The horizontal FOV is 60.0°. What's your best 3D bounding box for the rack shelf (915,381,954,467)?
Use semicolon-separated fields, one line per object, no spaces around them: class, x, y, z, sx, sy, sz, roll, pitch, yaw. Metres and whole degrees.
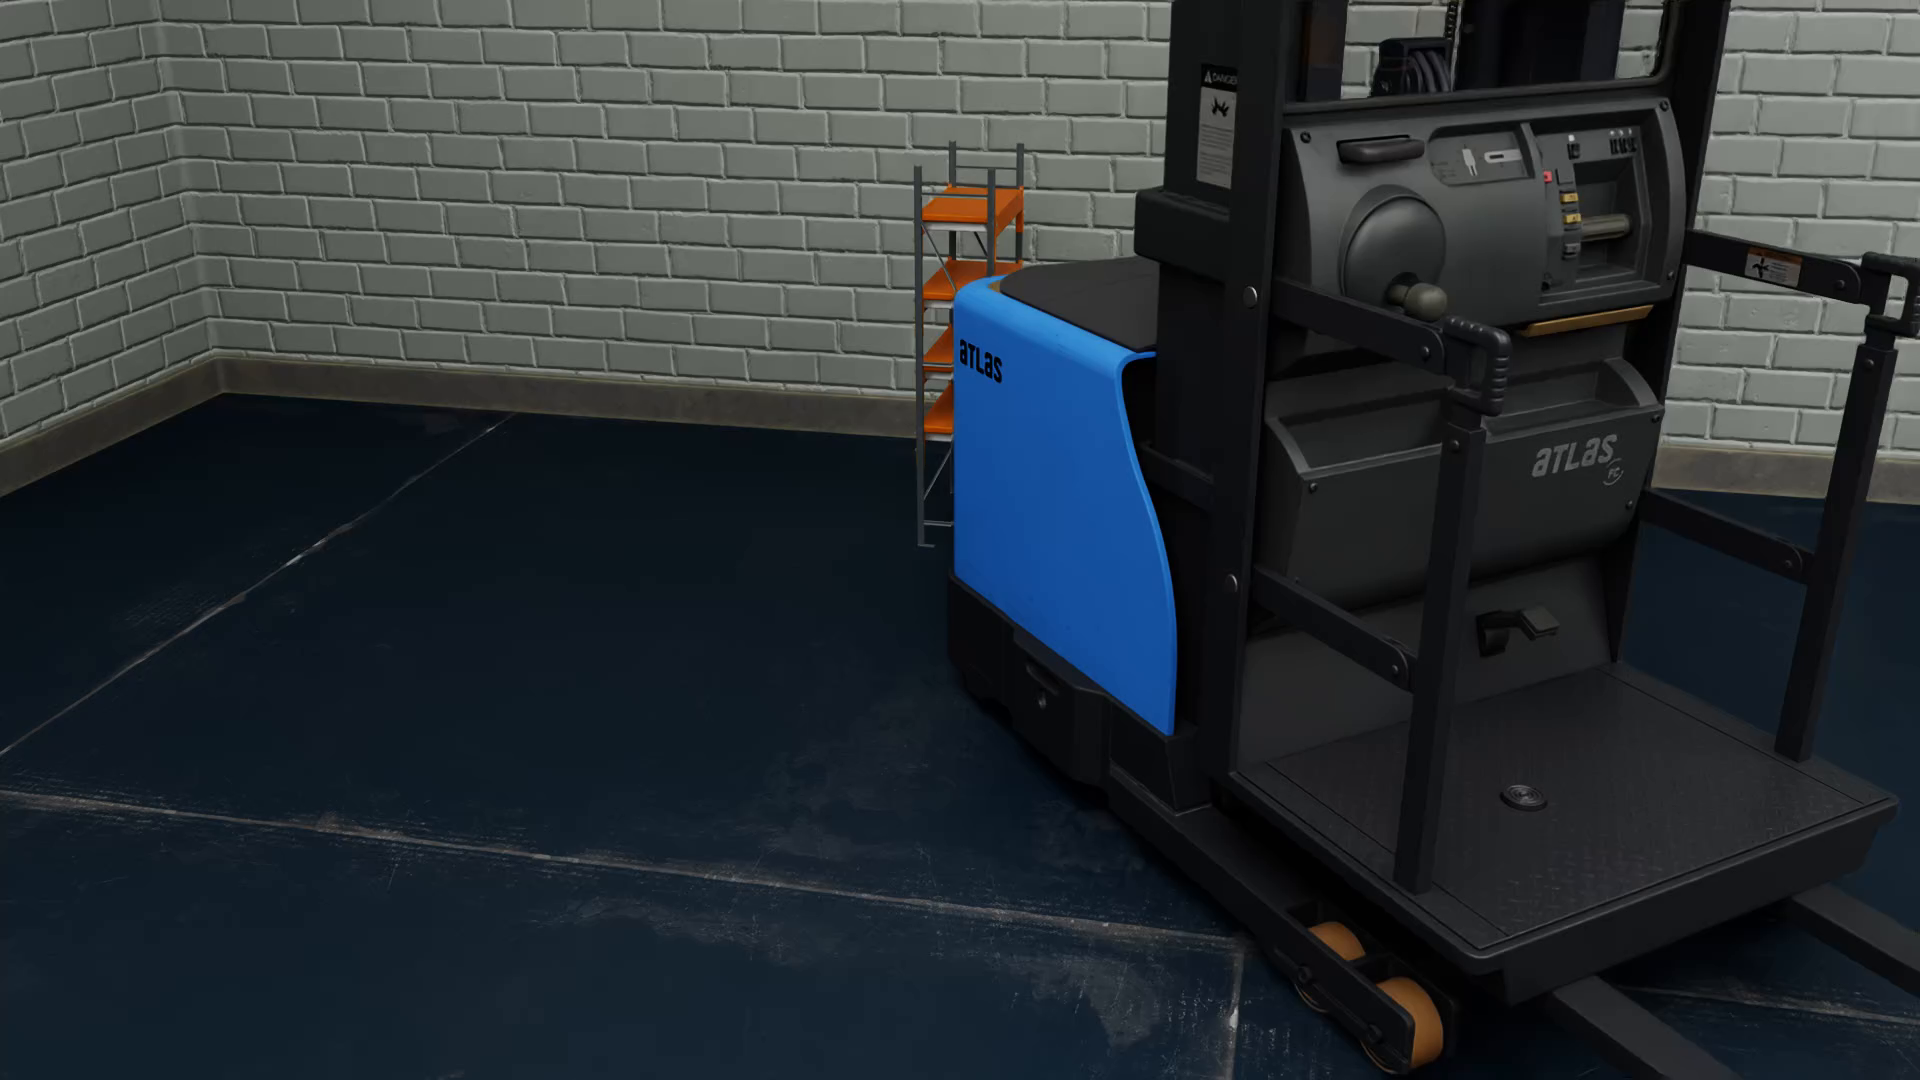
rack shelf;0.034;-0.371;5.379;0.258;0.148;0.480;4;22;11

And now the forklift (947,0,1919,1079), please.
forklift;1.098;-0.596;2.911;1.130;2.935;3.031;-11;24;-26

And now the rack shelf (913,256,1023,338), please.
rack shelf;0.034;-0.762;5.221;0.258;0.148;0.480;4;22;11

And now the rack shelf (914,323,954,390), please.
rack shelf;0.034;-0.555;5.305;0.258;0.148;0.480;4;22;11

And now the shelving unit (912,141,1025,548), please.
shelving unit;0.034;-0.617;5.280;0.258;1.200;0.503;4;22;11

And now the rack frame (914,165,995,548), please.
rack frame;-0.016;-0.528;5.058;0.240;1.200;0.015;4;22;11

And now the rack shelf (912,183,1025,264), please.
rack shelf;0.034;-0.982;5.133;0.258;0.148;0.480;4;22;11

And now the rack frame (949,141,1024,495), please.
rack frame;0.084;-0.706;5.501;0.240;1.200;0.015;4;22;11
